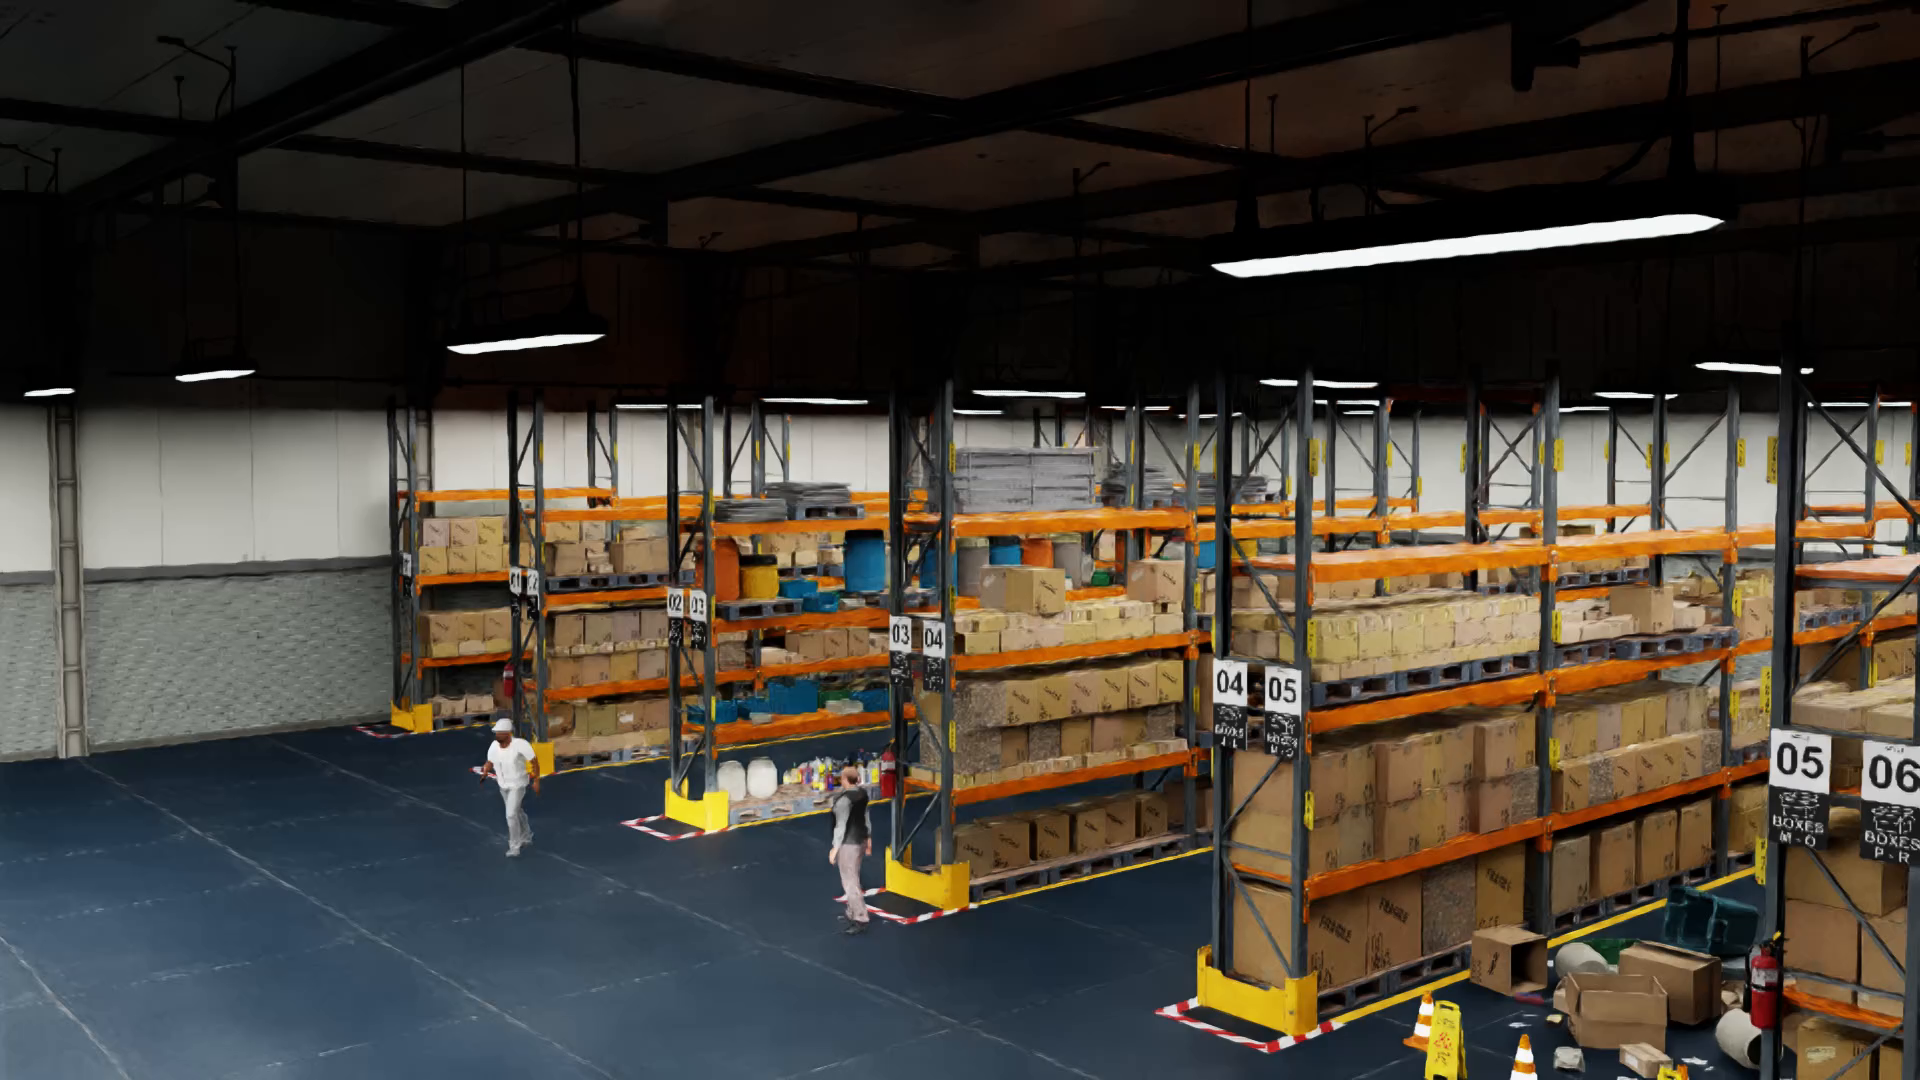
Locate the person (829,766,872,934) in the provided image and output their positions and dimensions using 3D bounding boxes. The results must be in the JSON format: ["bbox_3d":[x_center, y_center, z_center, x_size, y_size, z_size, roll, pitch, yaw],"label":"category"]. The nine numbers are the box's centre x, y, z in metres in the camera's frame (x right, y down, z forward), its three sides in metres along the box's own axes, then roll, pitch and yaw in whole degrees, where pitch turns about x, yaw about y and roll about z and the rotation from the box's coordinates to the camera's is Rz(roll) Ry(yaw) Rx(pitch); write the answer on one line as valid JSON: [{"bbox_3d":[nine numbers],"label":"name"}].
[{"bbox_3d":[-1.160,3.282,17.740,0.508,1.708,0.723,1,4,19],"label":"person"}]

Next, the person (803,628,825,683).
[{"bbox_3d":[-2.873,2.477,32.099,1.086,1.589,0.495,-3,4,-38],"label":"person"}]

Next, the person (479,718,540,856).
[{"bbox_3d":[-5.645,3.079,20.997,0.714,1.697,0.823,2,4,32],"label":"person"}]
